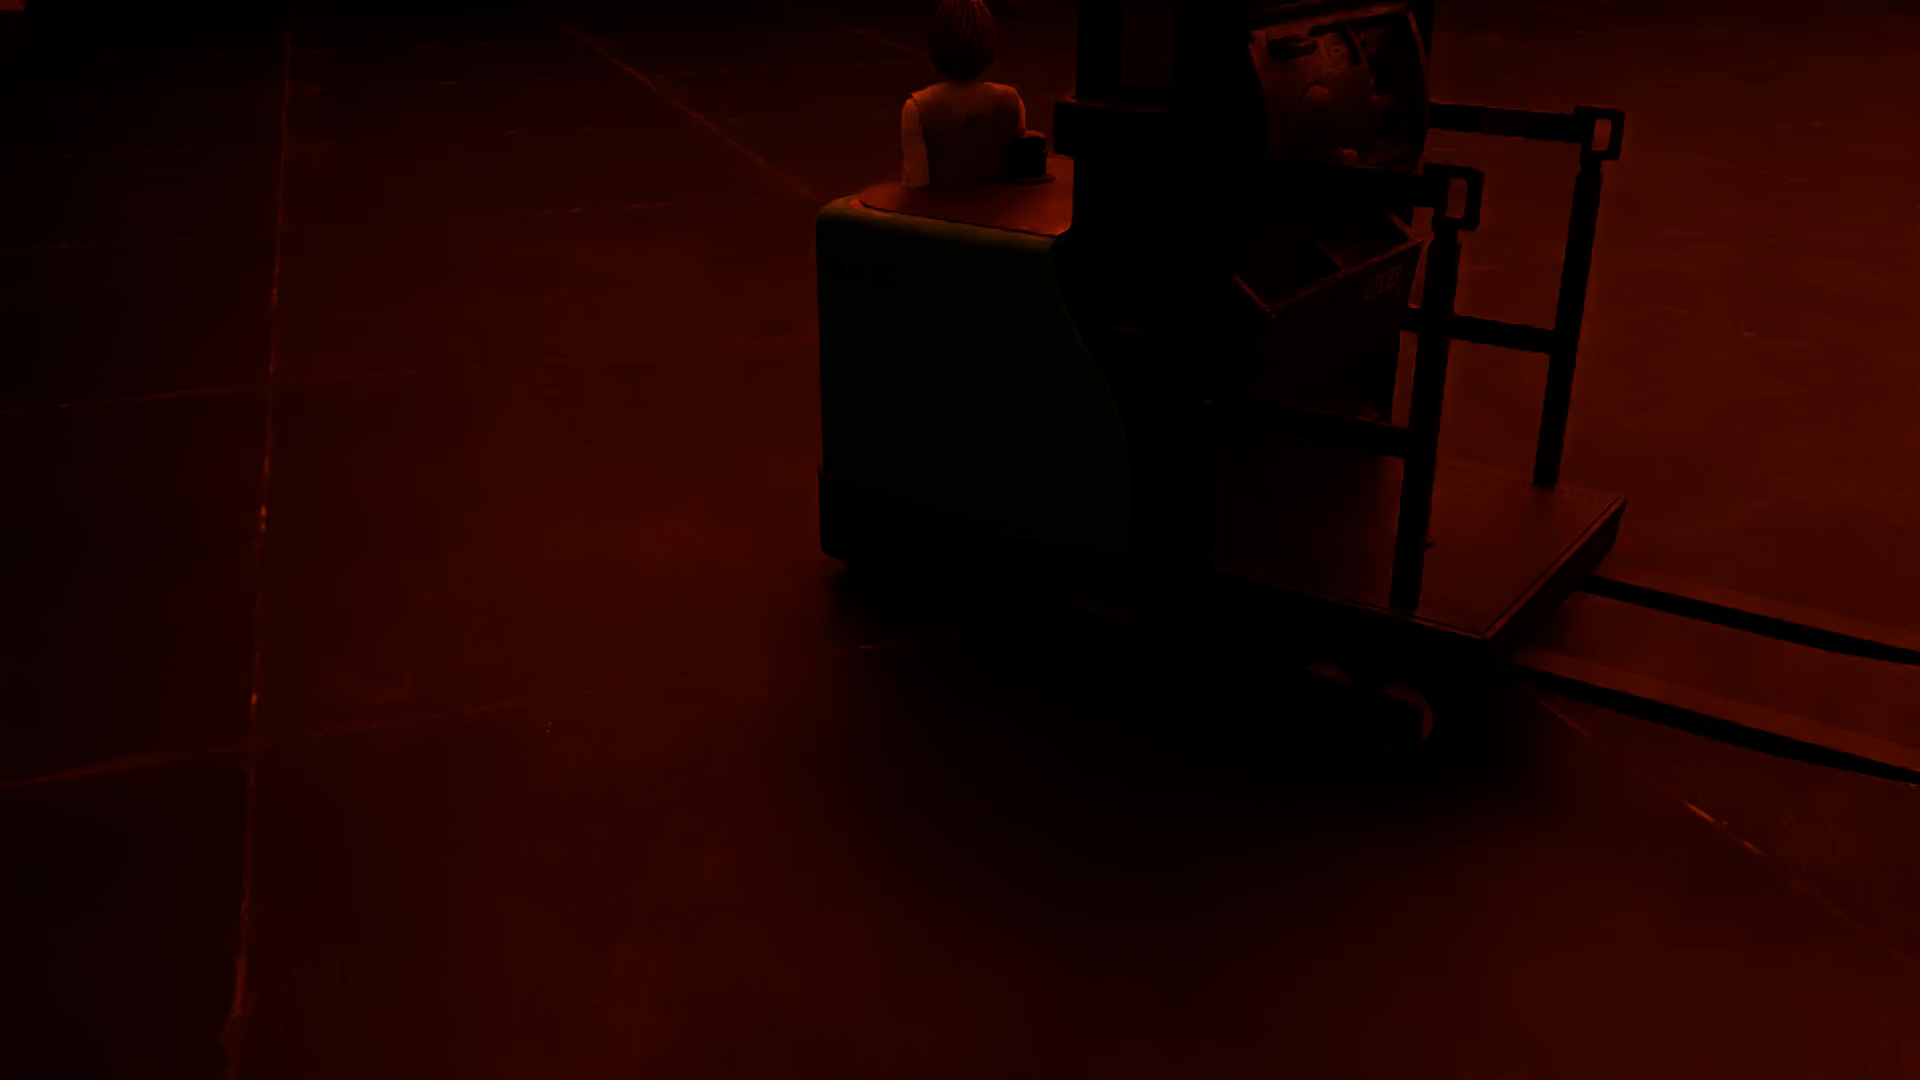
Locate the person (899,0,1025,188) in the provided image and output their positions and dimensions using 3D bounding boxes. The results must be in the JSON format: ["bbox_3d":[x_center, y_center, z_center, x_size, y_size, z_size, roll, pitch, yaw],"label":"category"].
[{"bbox_3d":[-0.018,-0.749,4.820,0.407,1.586,0.401,-8,24,-18],"label":"person"}]

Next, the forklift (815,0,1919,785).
[{"bbox_3d":[1.085,-1.080,3.866,3.031,2.935,1.130,16,27,33],"label":"forklift"}]
